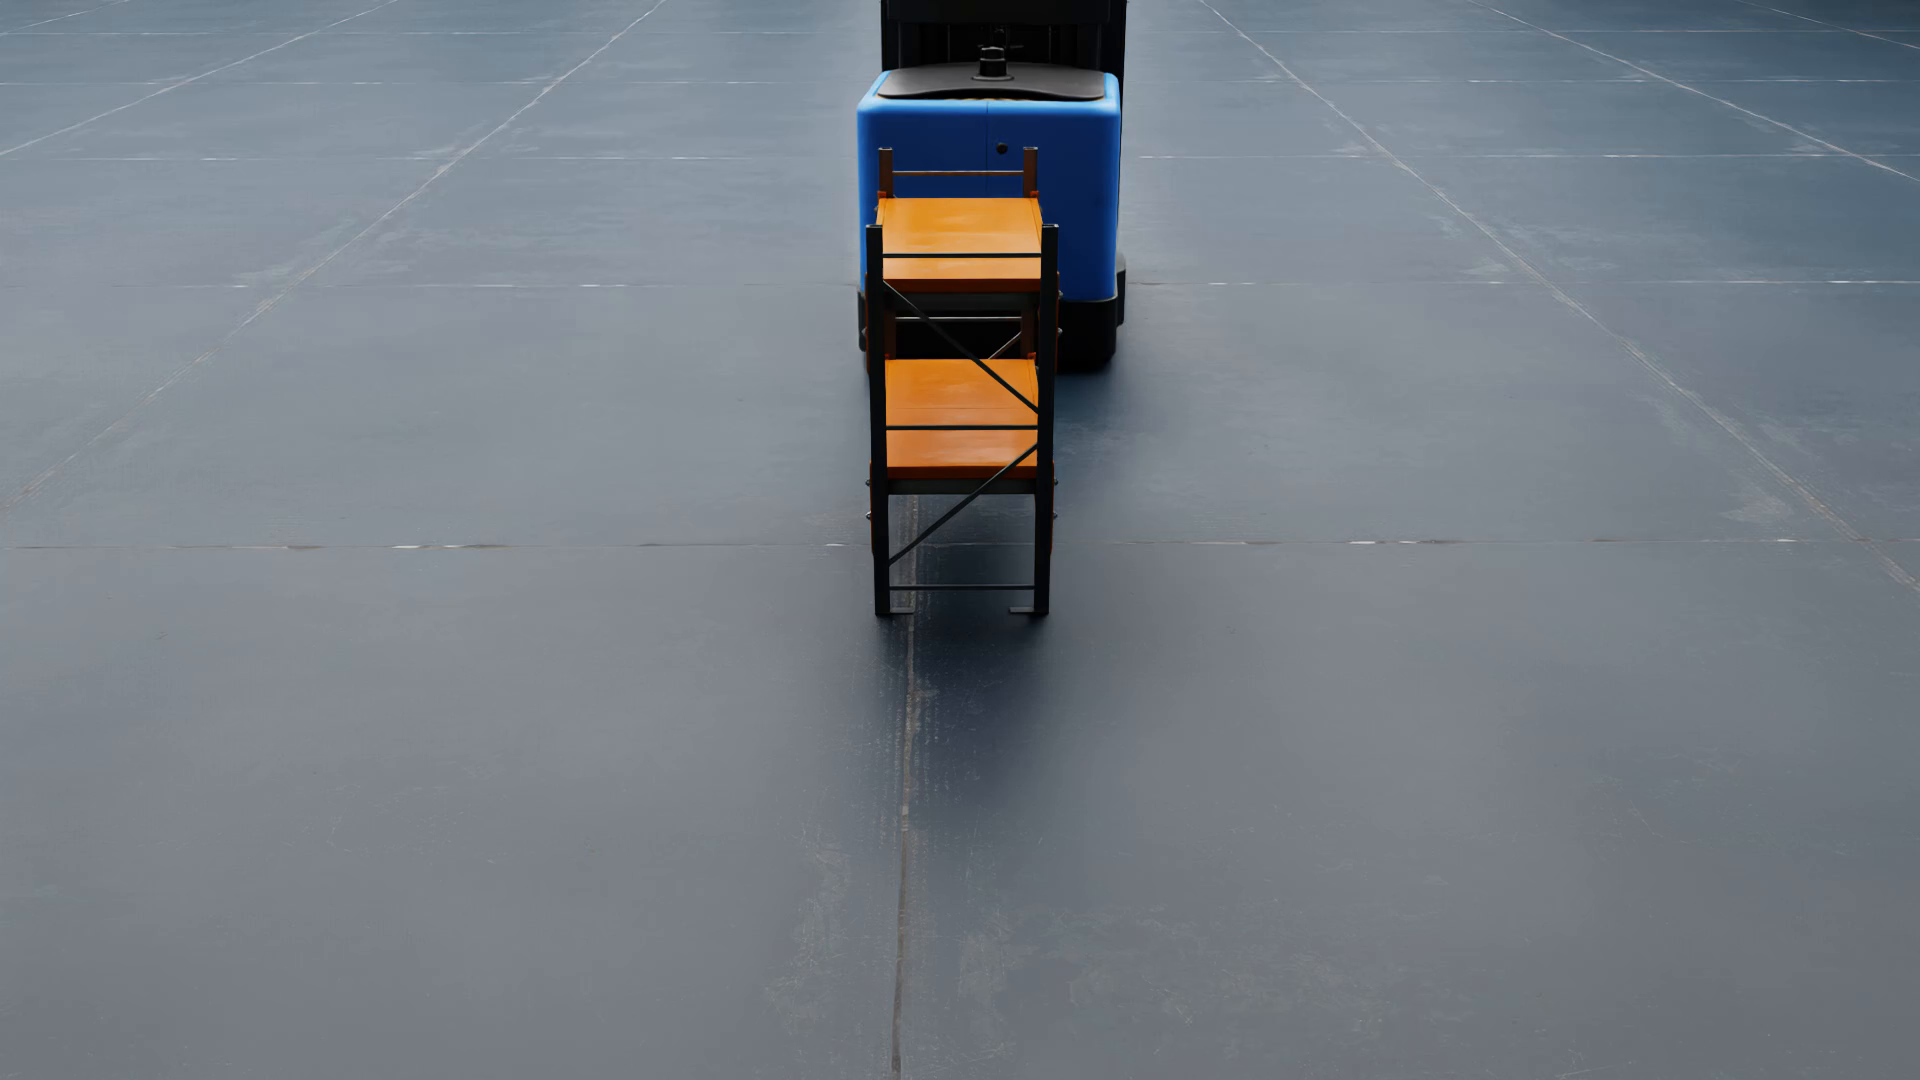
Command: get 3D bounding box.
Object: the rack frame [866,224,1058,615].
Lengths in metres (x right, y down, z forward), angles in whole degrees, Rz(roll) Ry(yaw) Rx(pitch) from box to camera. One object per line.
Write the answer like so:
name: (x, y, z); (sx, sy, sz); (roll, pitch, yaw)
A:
rack frame: (0.005, -0.306, 4.561); (0.500, 1.125, 0.032); (0, 24, -1)

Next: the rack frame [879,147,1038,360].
rack frame: (-0.006, -0.725, 5.487); (0.500, 1.125, 0.032); (0, 24, -1)

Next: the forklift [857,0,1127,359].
forklift: (0.210, -2.629, 7.507); (1.130, 2.935, 3.031); (2, 24, 4)

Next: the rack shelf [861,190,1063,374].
rack shelf: (0.000, -0.782, 4.904); (0.538, 0.278, 1.000); (0, 24, -1)

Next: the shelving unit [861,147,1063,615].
shelving unit: (0.000, -0.515, 5.024); (0.538, 1.125, 1.048); (0, 24, -1)

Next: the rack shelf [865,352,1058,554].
rack shelf: (0.000, -0.293, 5.125); (0.538, 0.278, 1.000); (0, 24, -1)
